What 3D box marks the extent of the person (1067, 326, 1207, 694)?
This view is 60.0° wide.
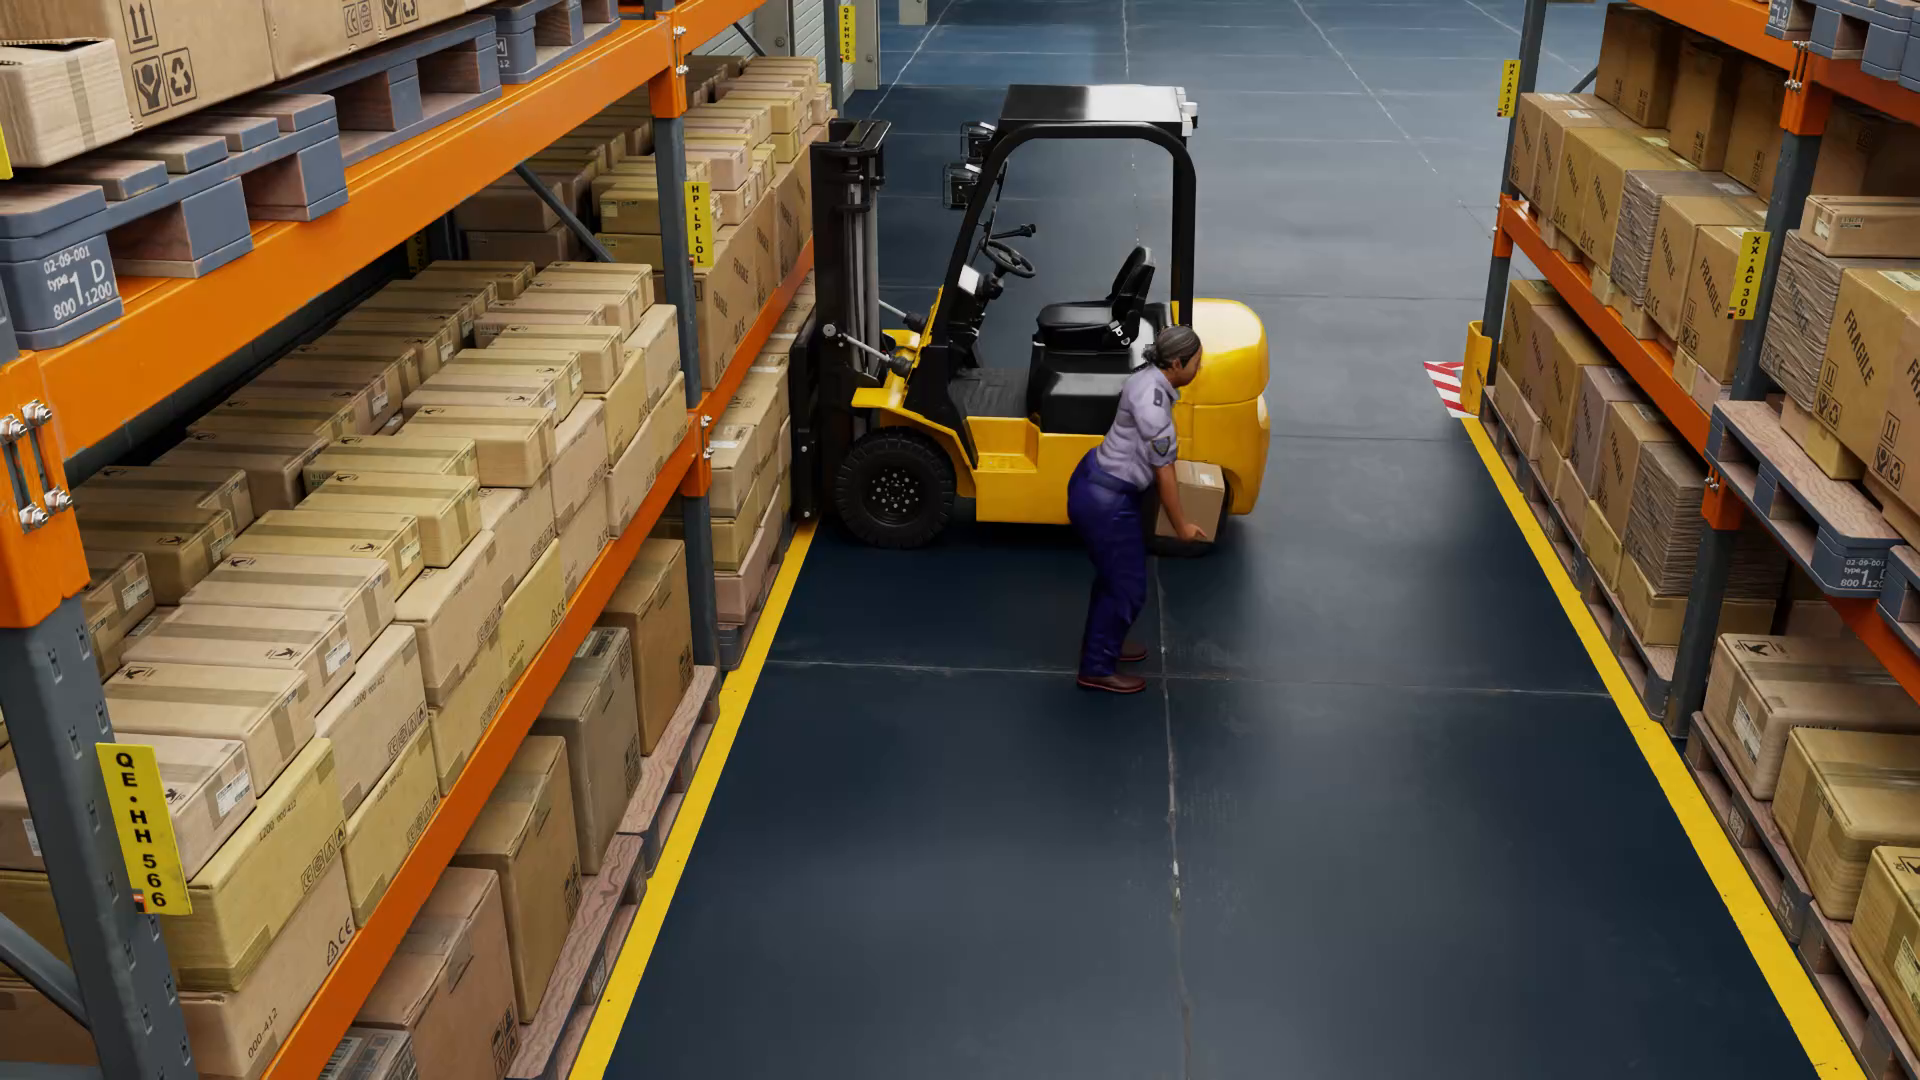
[{"bbox_3d":[0.741,-0.136,7.002,0.583,1.588,0.441,1,25,3],"label":"person"}]
